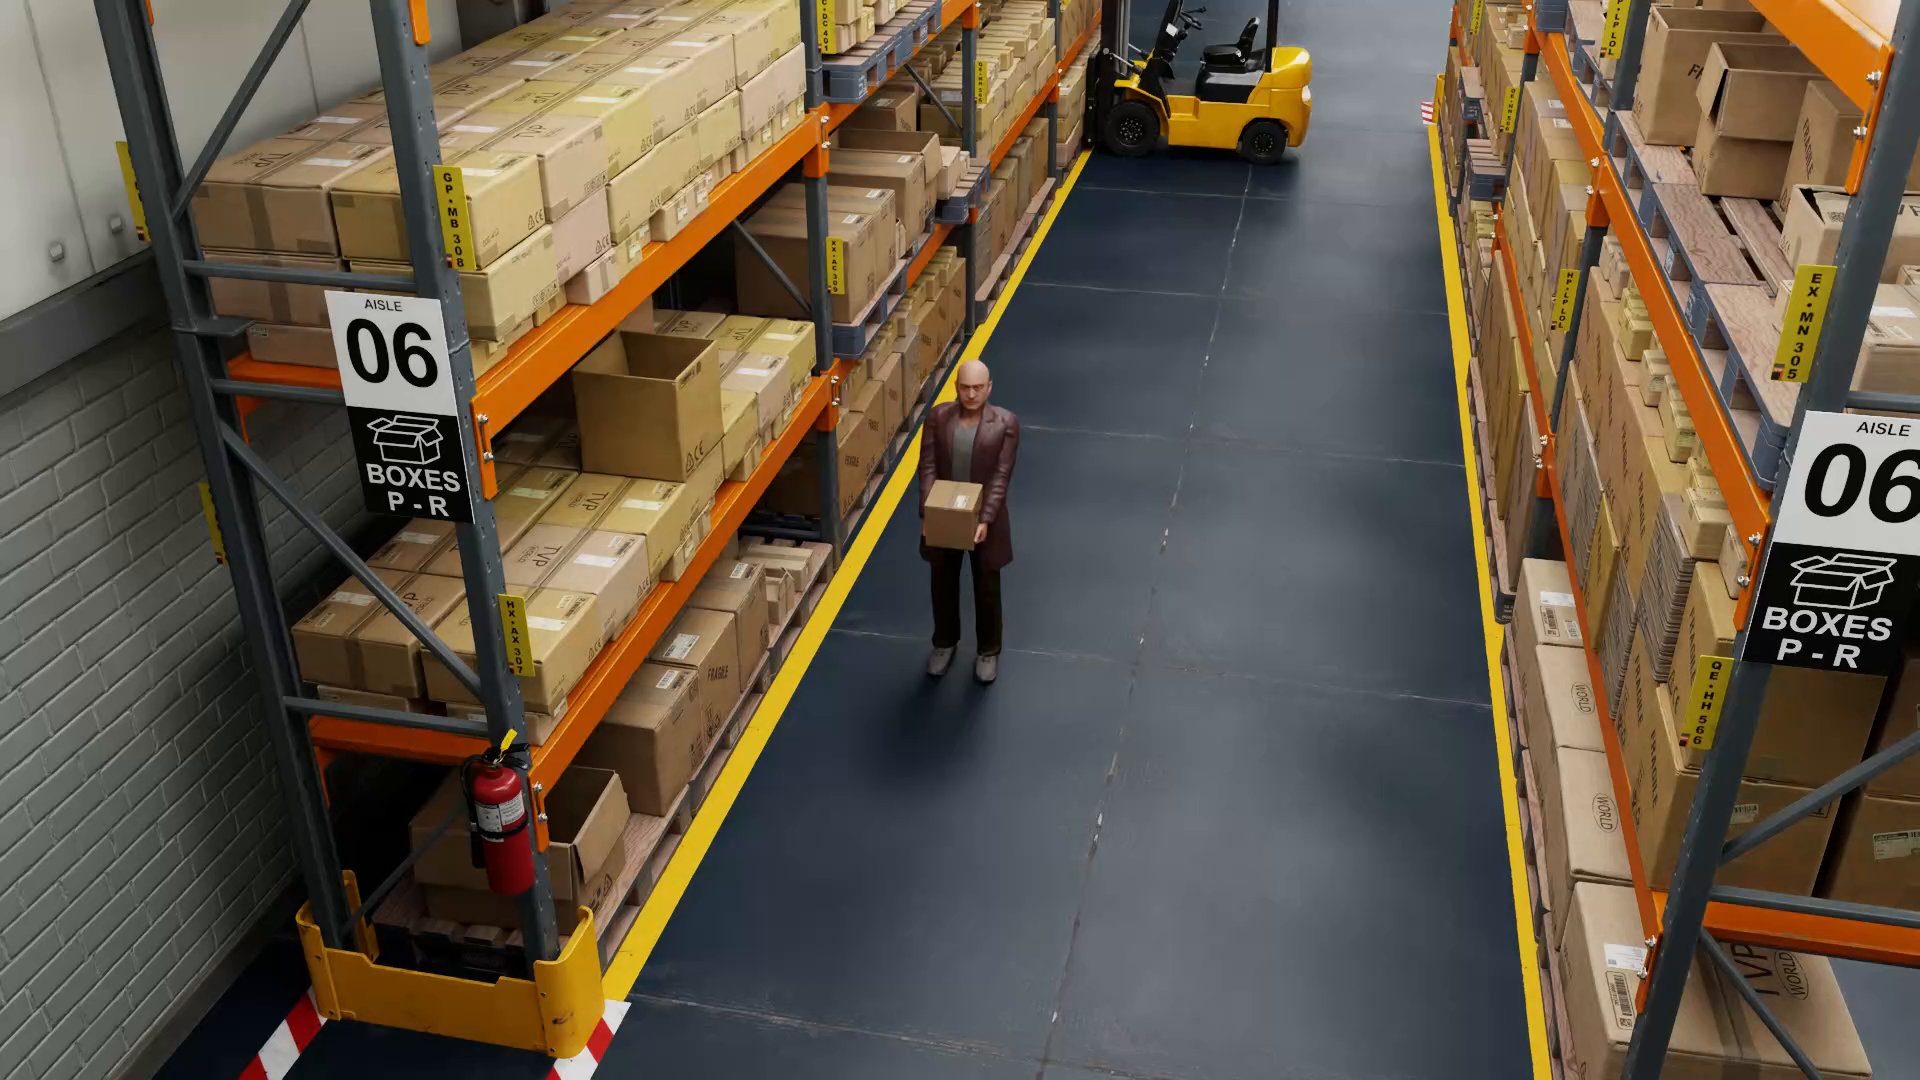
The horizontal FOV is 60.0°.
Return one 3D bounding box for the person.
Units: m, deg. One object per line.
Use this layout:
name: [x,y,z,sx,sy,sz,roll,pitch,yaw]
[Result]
person: [0.019,-0.055,8.745,0.526,1.776,0.554,6,29,12]
